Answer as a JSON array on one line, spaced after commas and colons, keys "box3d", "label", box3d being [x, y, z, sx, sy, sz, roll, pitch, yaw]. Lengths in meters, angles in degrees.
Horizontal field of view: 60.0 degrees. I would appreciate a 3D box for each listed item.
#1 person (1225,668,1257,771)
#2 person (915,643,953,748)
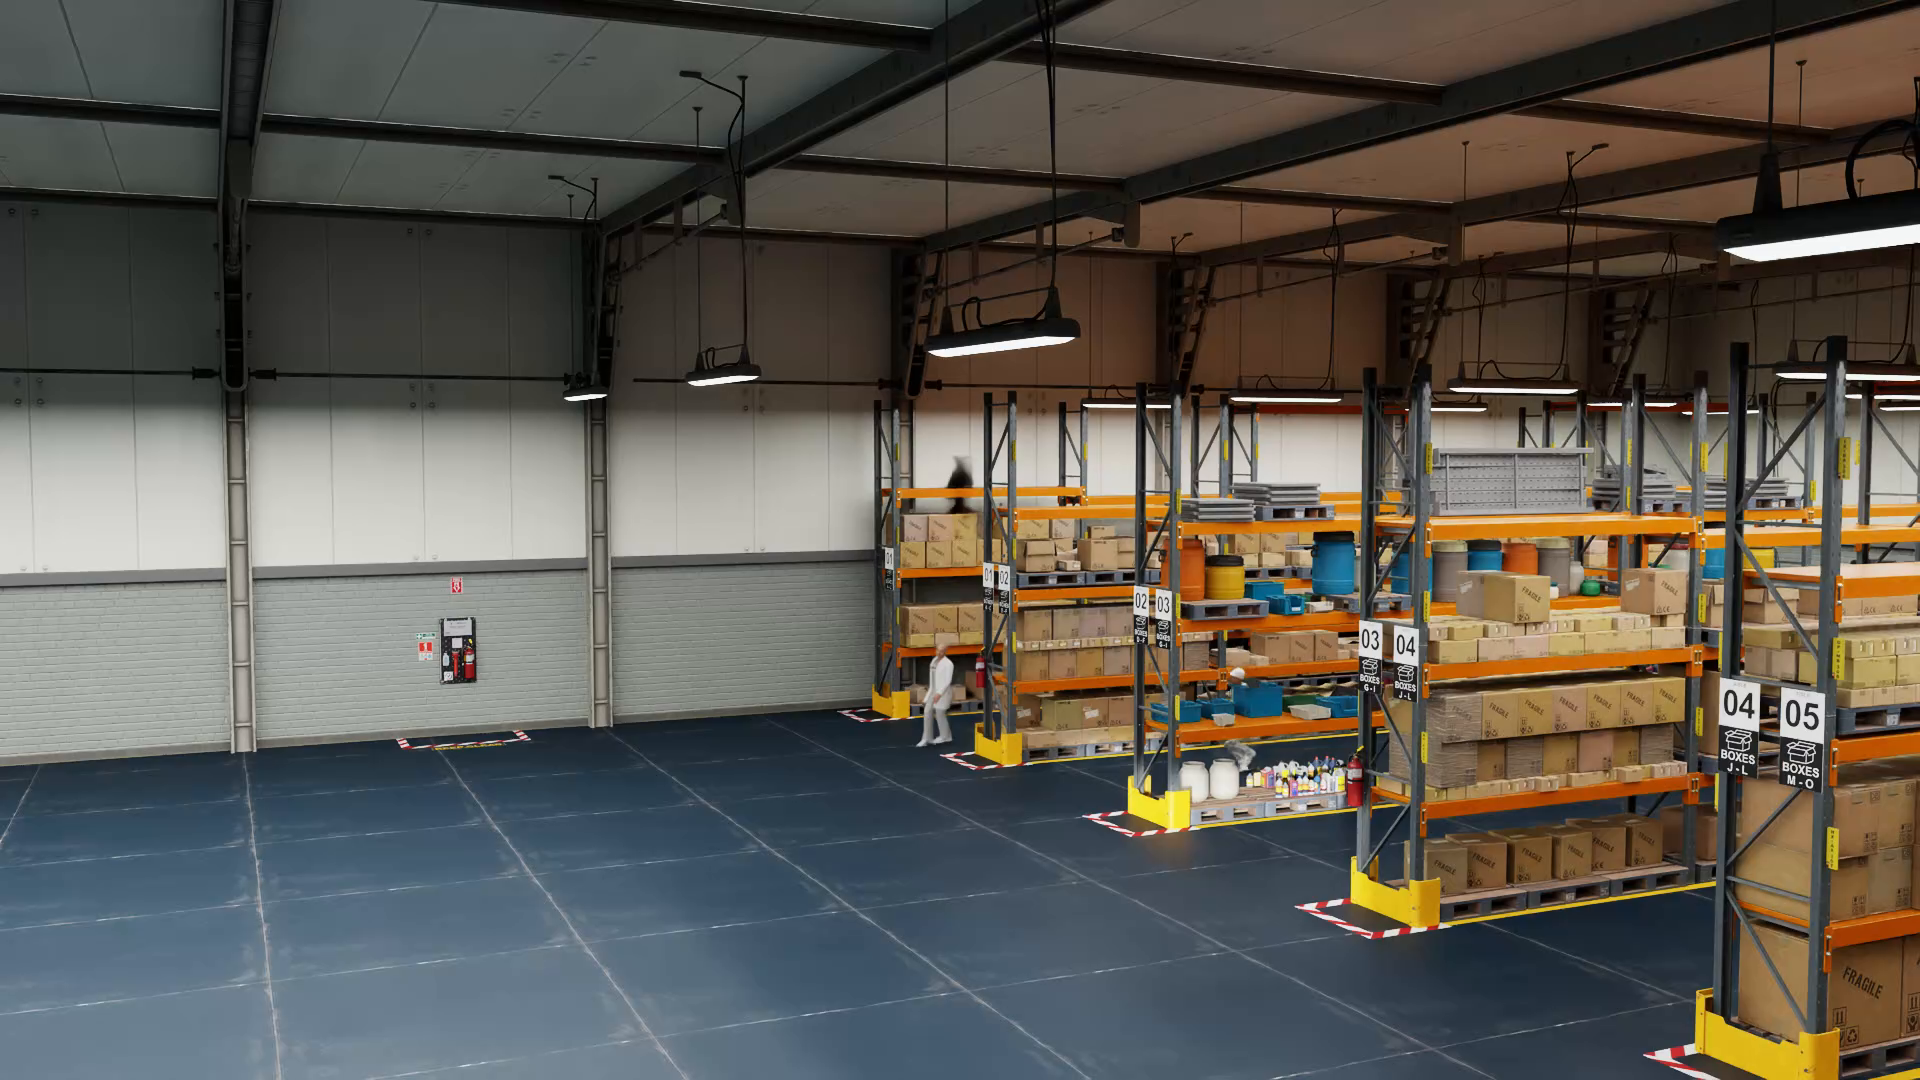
[{"box3d": [4.399, 2.827, 26.031, 0.546, 1.683, 0.776, -1, 3, -13], "label": "person"}, {"box3d": [-0.362, 2.648, 28.305, 0.701, 1.801, 0.626, -3, 5, -43], "label": "person"}]
